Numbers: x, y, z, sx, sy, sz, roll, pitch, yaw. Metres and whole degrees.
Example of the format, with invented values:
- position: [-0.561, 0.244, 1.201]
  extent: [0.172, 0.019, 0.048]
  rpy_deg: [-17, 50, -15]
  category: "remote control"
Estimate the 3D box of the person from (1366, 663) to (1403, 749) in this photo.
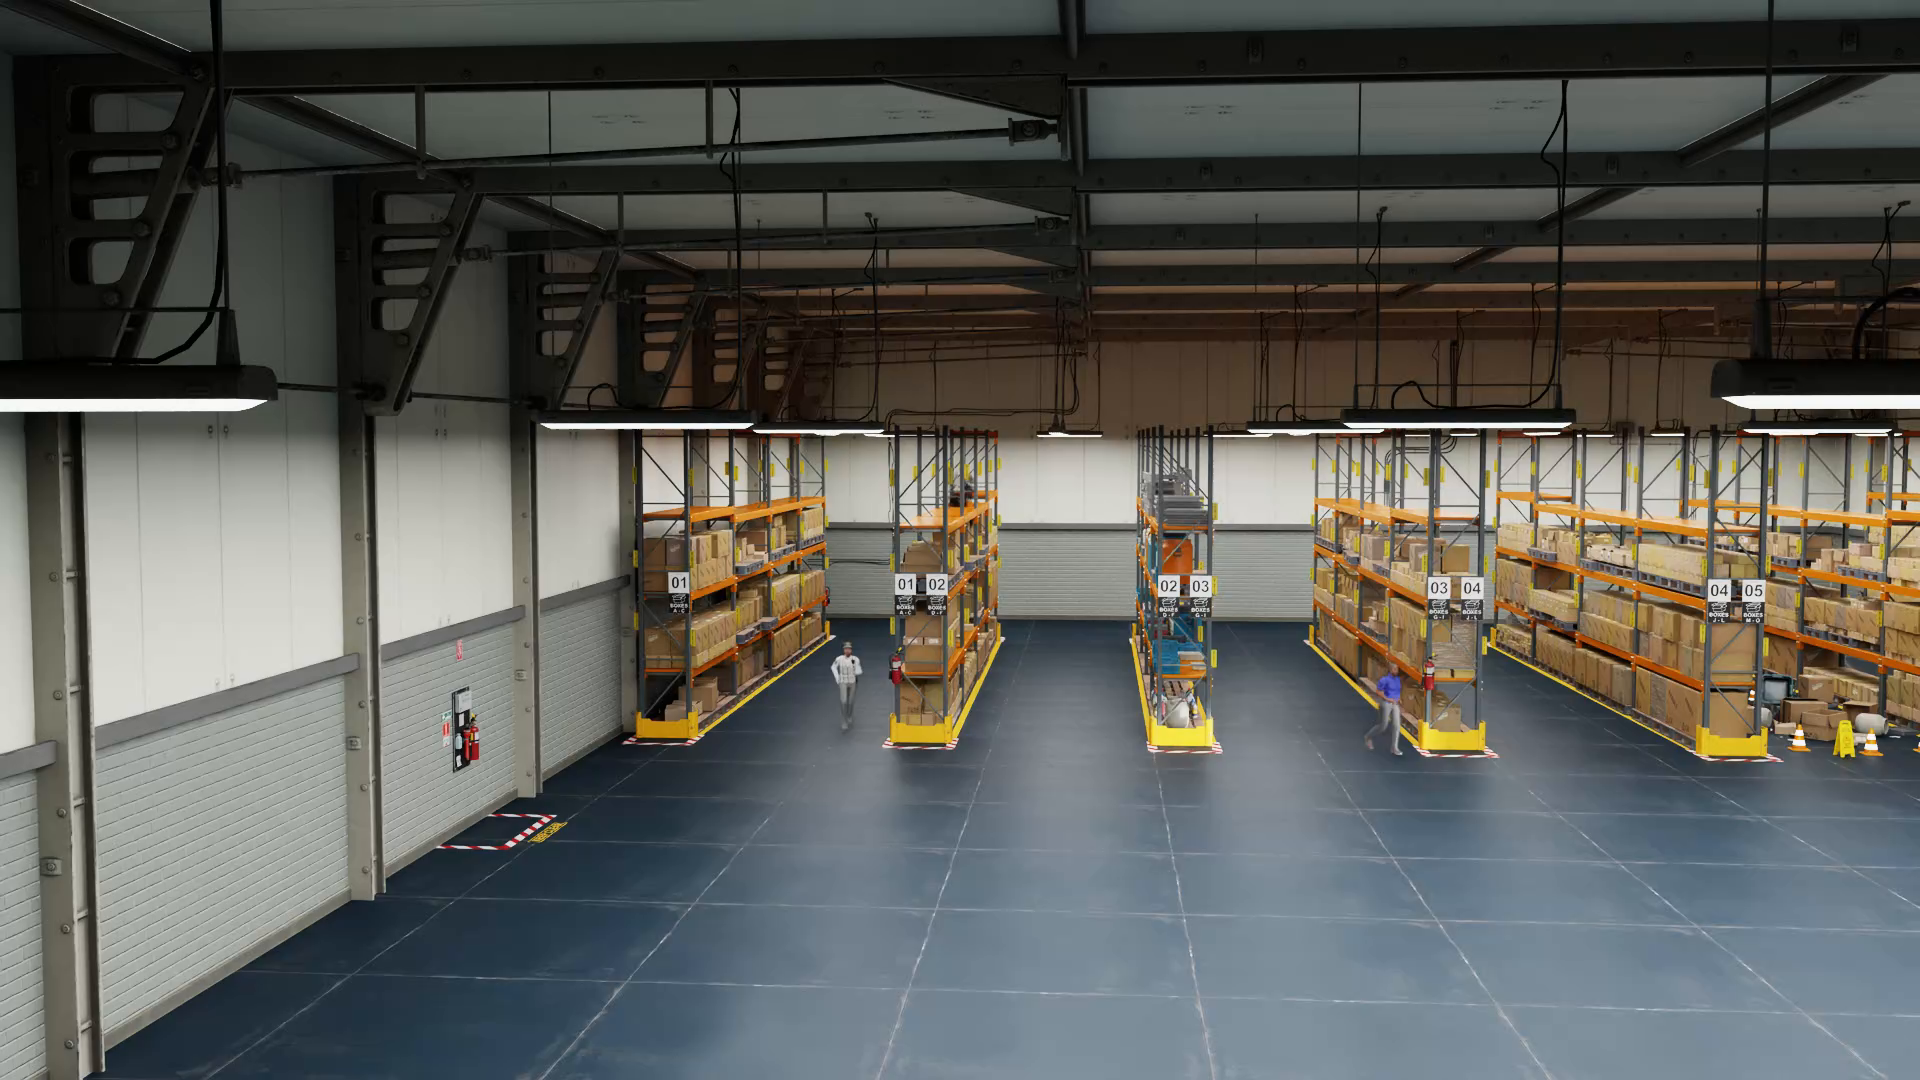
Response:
- position: [7.919, 3.032, 30.385]
  extent: [0.623, 1.574, 0.415]
  rpy_deg: [-2, 4, -29]
  category: "person"

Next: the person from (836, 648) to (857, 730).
- position: [-2.253, 2.917, 33.101]
  extent: [0.434, 1.714, 0.716]
  rpy_deg: [-1, 3, -9]
  category: "person"

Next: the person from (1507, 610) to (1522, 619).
- position: [15.806, 1.666, 47.346]
  extent: [0.660, 1.133, 0.704]
  rpy_deg: [3, 4, 38]
  category: "person"
